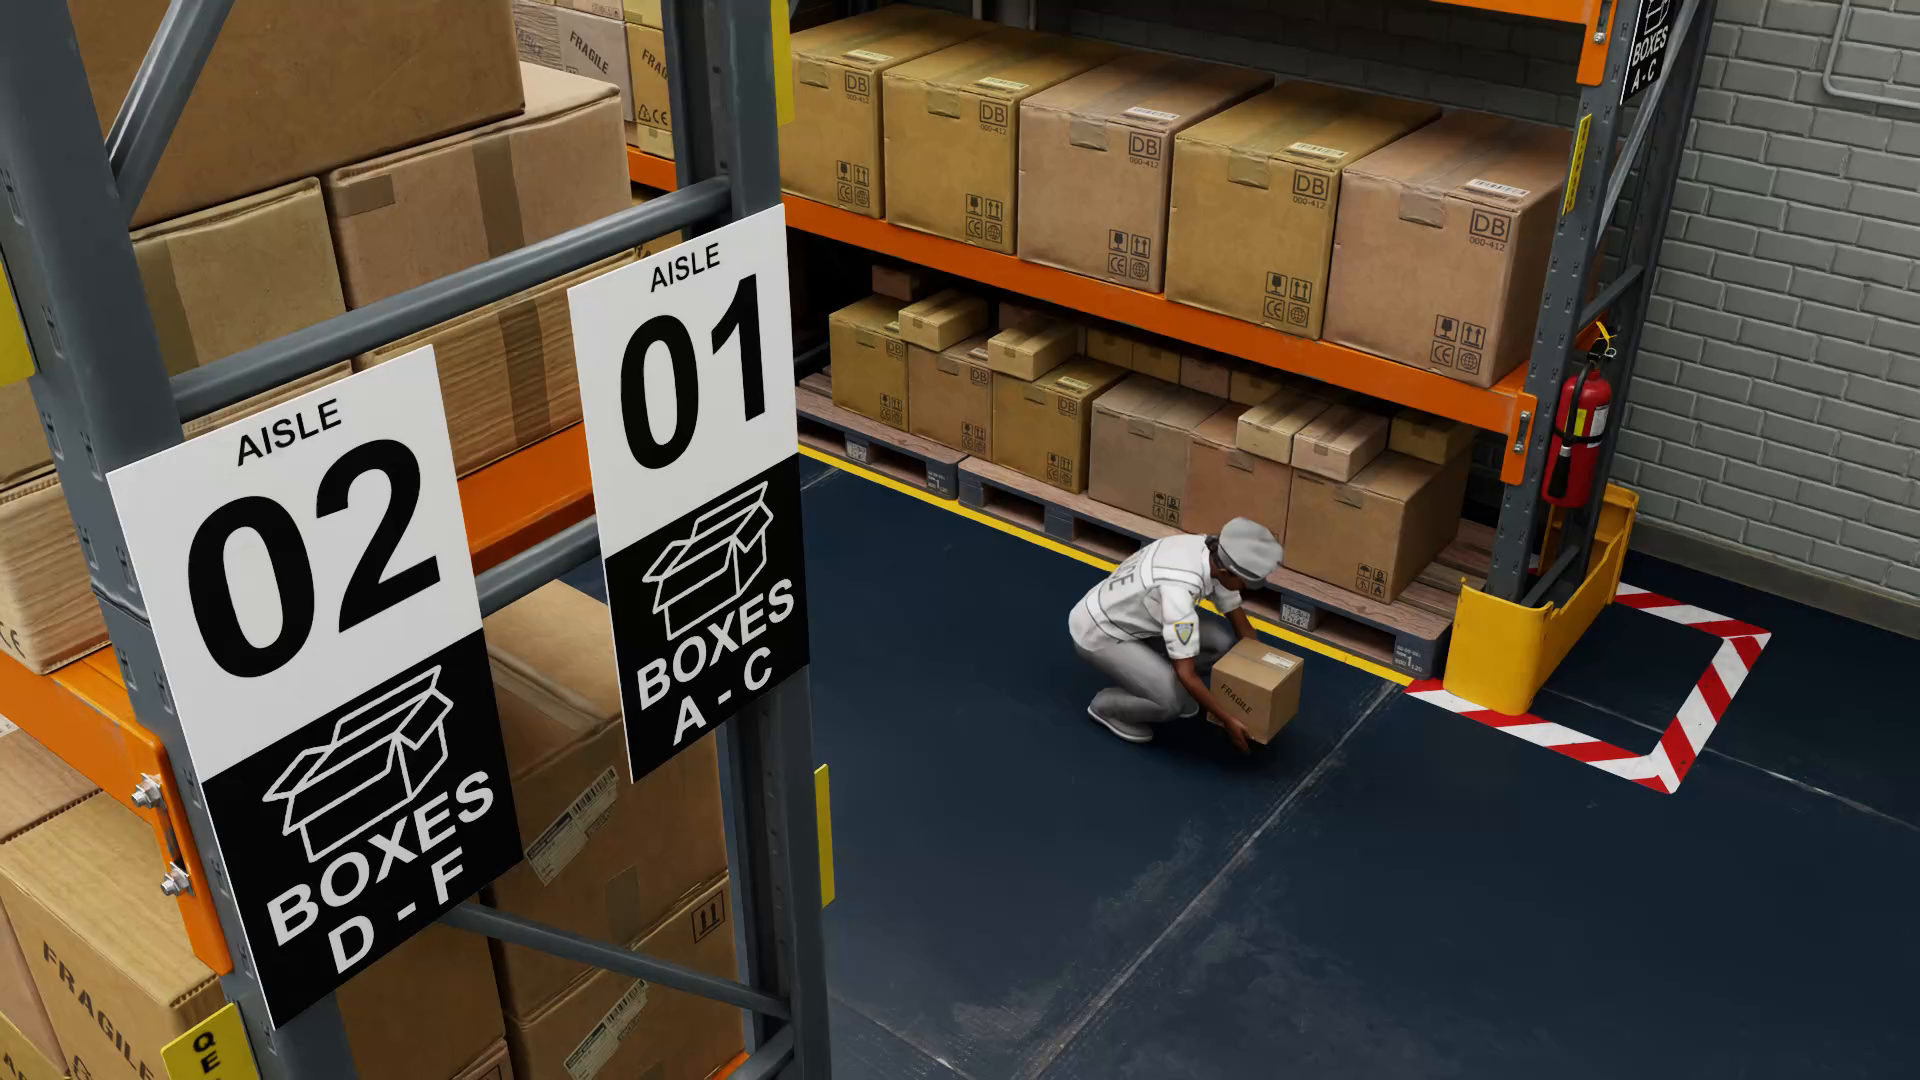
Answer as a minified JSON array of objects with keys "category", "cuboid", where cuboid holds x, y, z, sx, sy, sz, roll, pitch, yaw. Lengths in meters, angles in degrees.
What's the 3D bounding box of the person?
[{"category":"person","cuboid":[0.824,0.331,6.283,0.850,0.959,0.482,21,37,31]}]
